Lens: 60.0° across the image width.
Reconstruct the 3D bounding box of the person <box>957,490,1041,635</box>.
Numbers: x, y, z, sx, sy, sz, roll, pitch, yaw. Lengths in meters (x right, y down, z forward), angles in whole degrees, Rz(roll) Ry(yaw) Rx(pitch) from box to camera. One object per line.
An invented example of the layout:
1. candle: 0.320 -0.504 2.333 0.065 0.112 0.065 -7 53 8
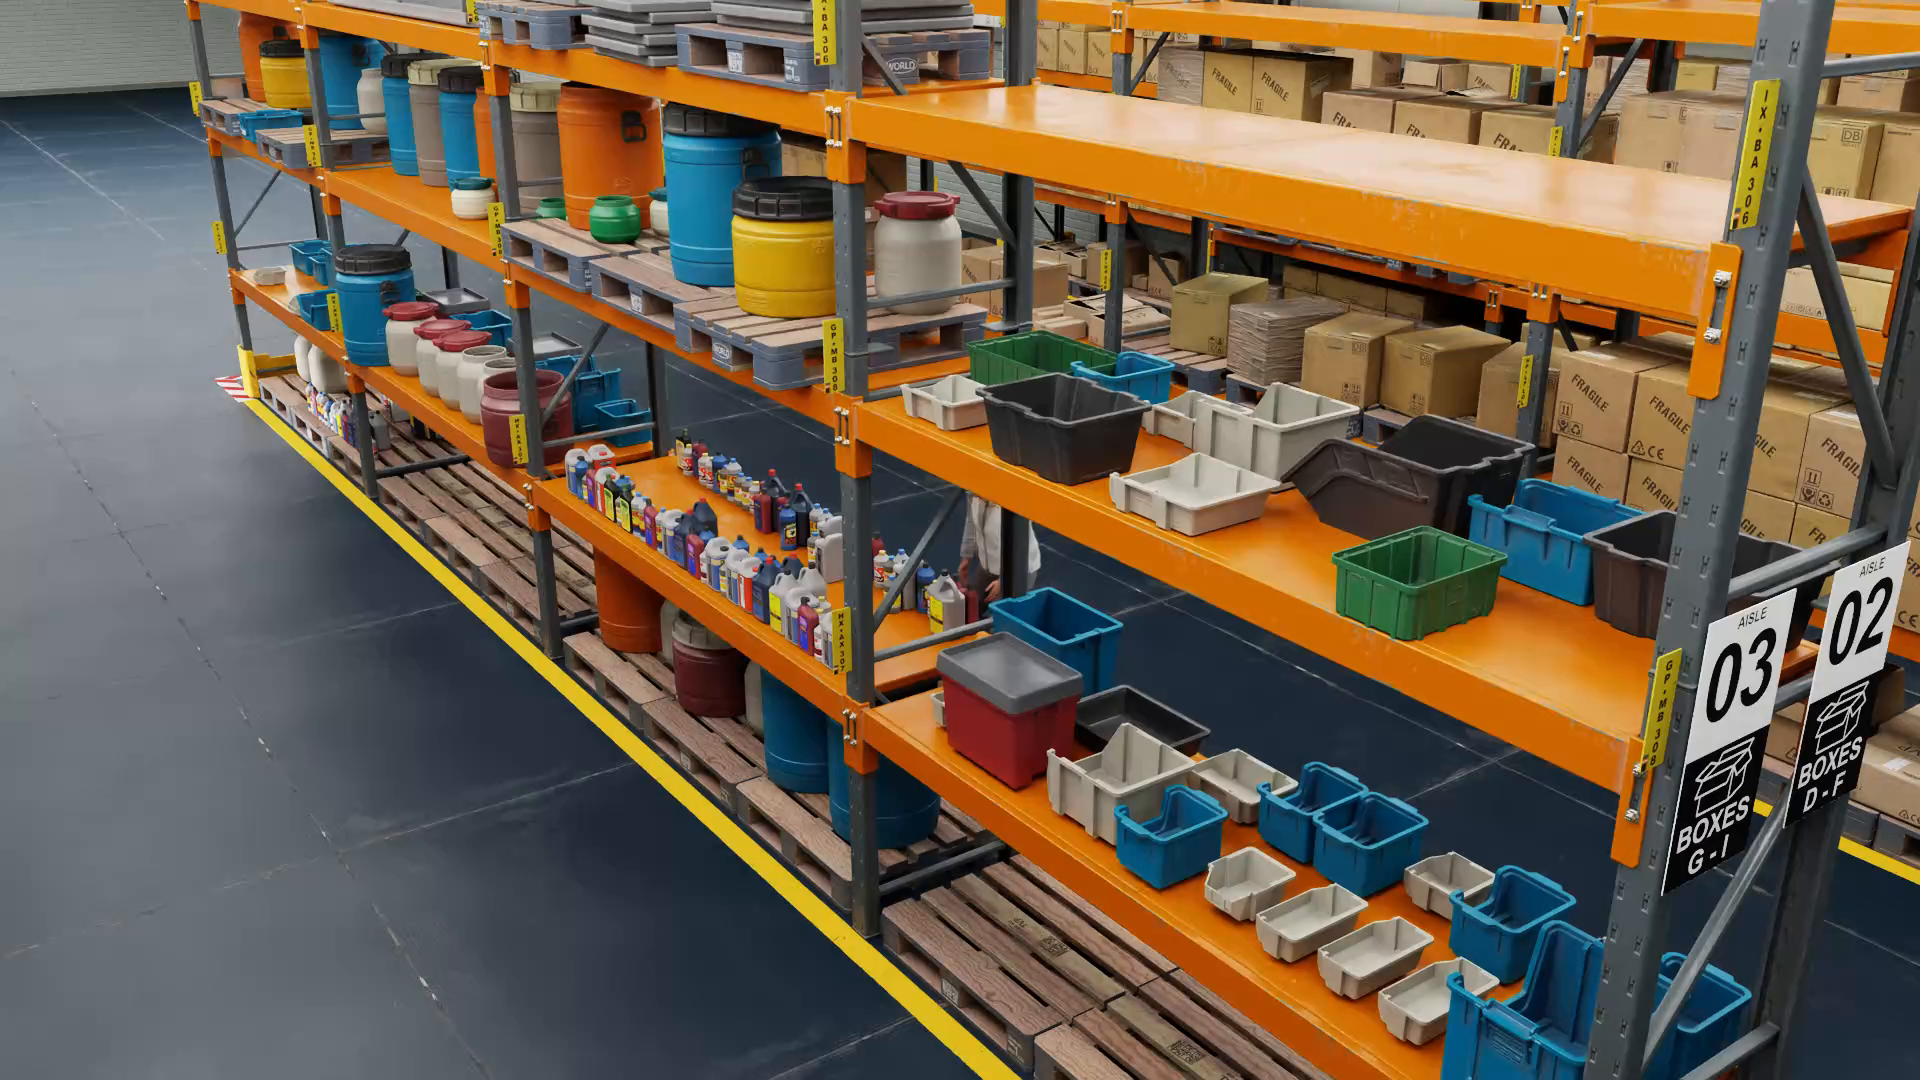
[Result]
1. person: 0.238 0.191 10.744 0.581 1.647 0.578 -14 25 -32
